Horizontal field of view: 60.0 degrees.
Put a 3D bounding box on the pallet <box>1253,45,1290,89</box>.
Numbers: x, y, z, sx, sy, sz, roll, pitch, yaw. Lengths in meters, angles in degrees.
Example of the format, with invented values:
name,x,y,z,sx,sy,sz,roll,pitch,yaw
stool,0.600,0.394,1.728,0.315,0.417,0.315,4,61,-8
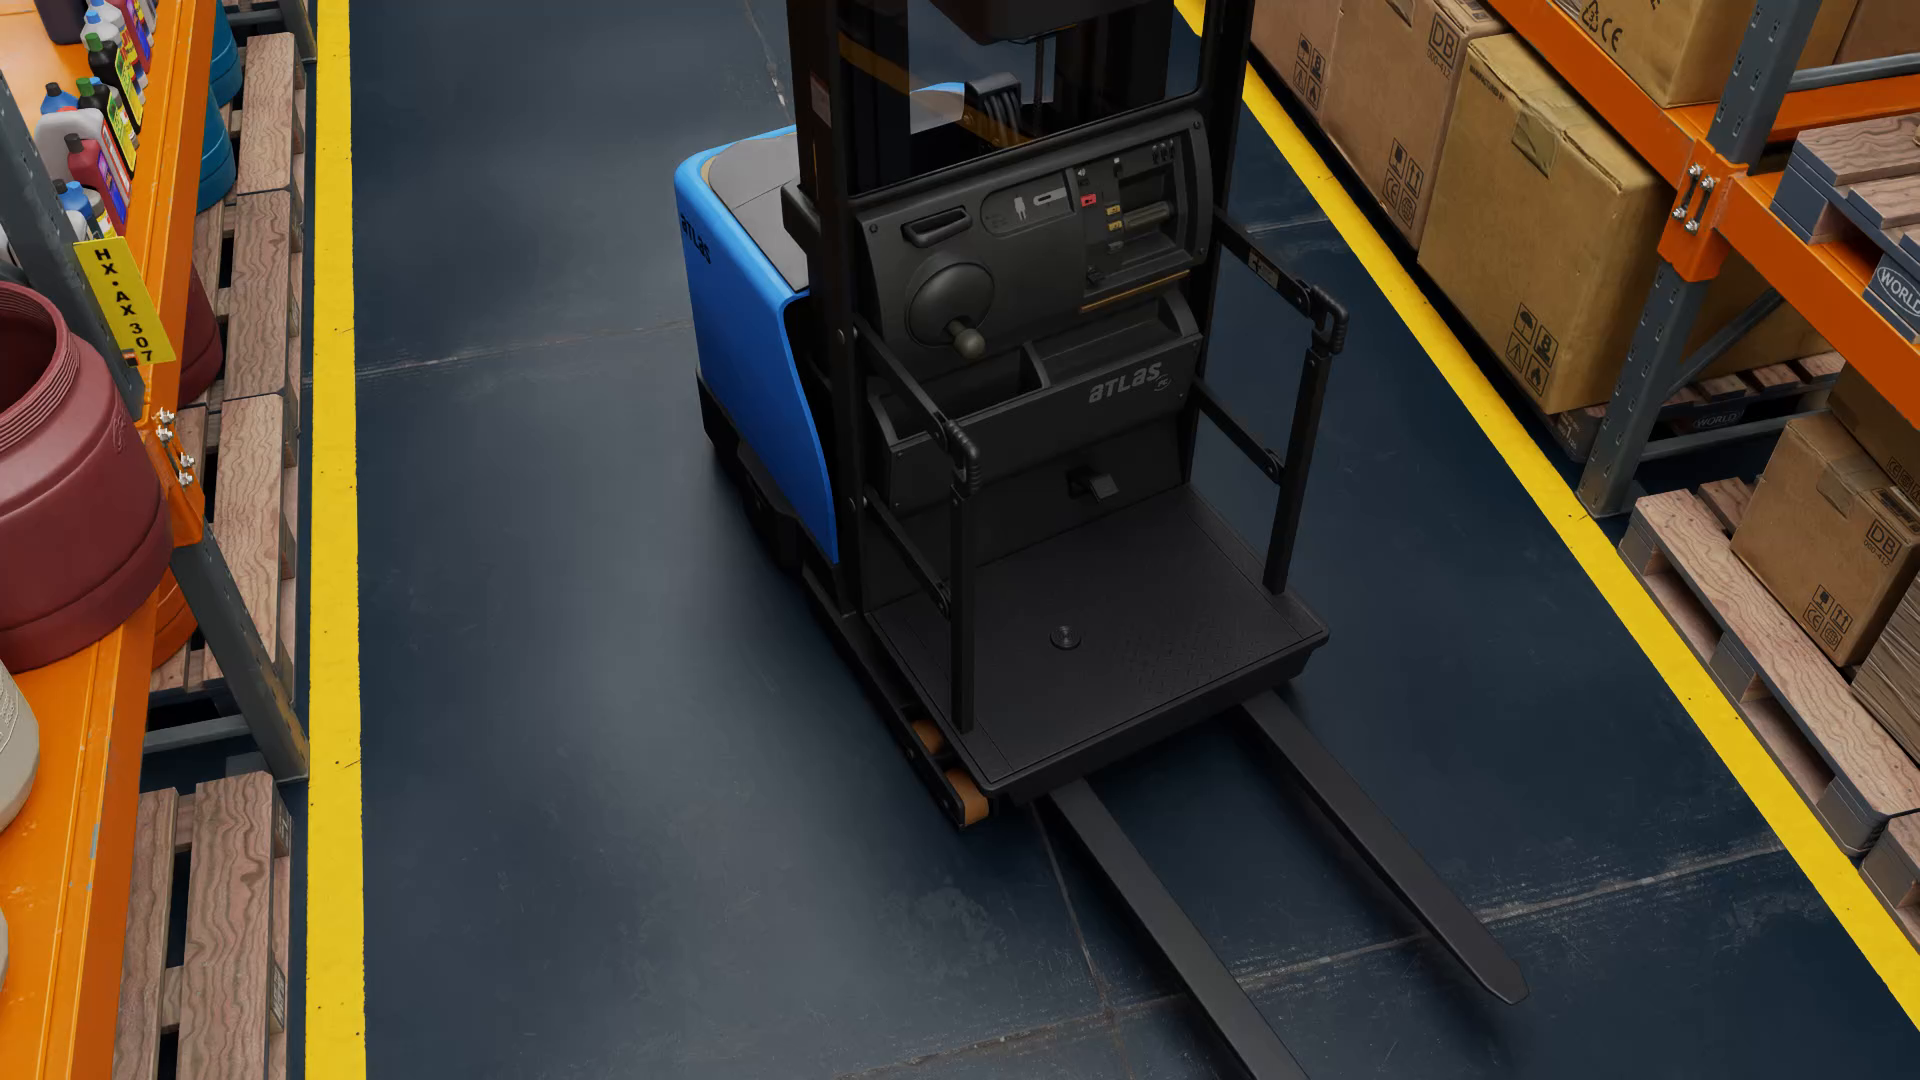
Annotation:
name,x,y,z,sx,sy,sz,roll,pitch,yaw
pallet,1.736,-2.511,7.563,1.003,0.211,1.213,-11,47,-10

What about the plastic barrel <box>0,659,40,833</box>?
name,x,y,z,sx,sy,sz,roll,pitch,yaw
plastic barrel,-1.828,0.294,2.784,0.421,0.512,0.421,0,46,0

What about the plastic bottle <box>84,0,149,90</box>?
name,x,y,z,sx,sy,sz,roll,pitch,yaw
plastic bottle,-2.336,-1.374,4.587,0.097,0.271,0.097,0,46,0

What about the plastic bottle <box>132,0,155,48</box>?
name,x,y,z,sx,sy,sz,roll,pitch,yaw
plastic bottle,-2.395,-1.534,4.743,0.097,0.271,0.097,0,46,0

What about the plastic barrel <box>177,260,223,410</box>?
name,x,y,z,sx,sy,sz,roll,pitch,yaw
plastic barrel,-2.729,-0.756,5.285,0.600,0.588,0.708,-11,47,-10

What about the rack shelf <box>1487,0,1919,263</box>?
name,x,y,z,sx,sy,sz,roll,pitch,yaw
rack shelf,1.978,-2.373,5.979,1.077,0.370,4.000,-11,47,-10

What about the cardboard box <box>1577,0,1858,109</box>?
name,x,y,z,sx,sy,sz,roll,pitch,yaw
cardboard box,2.124,-1.574,4.623,0.500,0.500,0.500,-9,46,-9

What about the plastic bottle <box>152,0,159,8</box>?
name,x,y,z,sx,sy,sz,roll,pitch,yaw
plastic bottle,-2.489,-1.748,4.897,0.144,0.351,0.185,-11,47,-10

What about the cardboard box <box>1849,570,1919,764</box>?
name,x,y,z,sx,sy,sz,roll,pitch,yaw
cardboard box,2.835,0.316,4.282,0.700,0.500,0.500,-14,47,-14

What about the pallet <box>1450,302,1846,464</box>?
name,x,y,z,sx,sy,sz,roll,pitch,yaw
pallet,2.361,-0.826,5.912,1.003,0.211,1.213,-11,47,-10

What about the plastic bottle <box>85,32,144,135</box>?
name,x,y,z,sx,sy,sz,roll,pitch,yaw
plastic bottle,-2.264,-1.235,4.442,0.061,0.283,0.133,-11,47,-10

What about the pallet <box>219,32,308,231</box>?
name,x,y,z,sx,sy,sz,roll,pitch,yaw
pallet,-3.165,-1.584,6.654,1.003,0.211,1.213,-11,47,-10

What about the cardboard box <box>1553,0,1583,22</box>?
name,x,y,z,sx,sy,sz,roll,pitch,yaw
cardboard box,2.002,-1.920,4.961,0.500,0.500,0.500,-11,47,-11

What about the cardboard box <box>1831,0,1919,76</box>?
name,x,y,z,sx,sy,sz,roll,pitch,yaw
cardboard box,2.628,-1.664,4.711,0.500,0.500,0.500,-9,46,-9

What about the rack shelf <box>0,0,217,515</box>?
name,x,y,z,sx,sy,sz,roll,pitch,yaw
rack shelf,-2.810,-1.468,5.092,1.077,0.370,4.000,-11,47,-10

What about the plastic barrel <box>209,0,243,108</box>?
name,x,y,z,sx,sy,sz,roll,pitch,yaw
plastic barrel,-3.199,-2.134,6.416,0.600,0.901,0.708,-11,47,-10

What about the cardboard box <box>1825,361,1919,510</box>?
name,x,y,z,sx,sy,sz,roll,pitch,yaw
cardboard box,2.690,-0.329,4.389,0.500,0.250,0.500,-9,46,-9

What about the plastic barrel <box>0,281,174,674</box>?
name,x,y,z,sx,sy,sz,roll,pitch,yaw
plastic barrel,-1.886,-0.121,3.173,0.600,0.536,0.708,-11,47,-10

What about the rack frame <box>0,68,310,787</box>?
name,x,y,z,sx,sy,sz,roll,pitch,yaw
rack frame,-2.298,-0.339,3.482,1.000,3.000,0.127,-11,47,-10

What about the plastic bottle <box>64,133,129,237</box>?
name,x,y,z,sx,sy,sz,roll,pitch,yaw
plastic bottle,-2.136,-0.891,4.104,0.061,0.283,0.133,-11,47,-10

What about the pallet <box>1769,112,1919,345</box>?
name,x,y,z,sx,sy,sz,roll,pitch,yaw
pallet,2.775,-0.704,3.974,1.213,0.211,1.003,-11,47,-10

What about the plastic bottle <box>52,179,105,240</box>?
name,x,y,z,sx,sy,sz,roll,pitch,yaw
plastic bottle,-2.100,-0.736,3.962,0.097,0.271,0.097,0,46,0

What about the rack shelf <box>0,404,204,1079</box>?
name,x,y,z,sx,sy,sz,roll,pitch,yaw
rack shelf,-1.786,1.294,2.385,1.077,0.370,4.000,-11,47,-10

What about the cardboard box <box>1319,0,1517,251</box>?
name,x,y,z,sx,sy,sz,roll,pitch,yaw
cardboard box,2.112,-1.745,6.053,1.225,0.875,0.875,-11,47,-10

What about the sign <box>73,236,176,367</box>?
name,x,y,z,sx,sy,sz,roll,pitch,yaw
sign,-1.768,-0.501,3.527,0.100,0.325,0.005,-11,47,-10

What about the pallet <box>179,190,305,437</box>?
name,x,y,z,sx,sy,sz,roll,pitch,yaw
pallet,-2.849,-0.740,5.827,1.003,0.211,1.213,-11,47,-10

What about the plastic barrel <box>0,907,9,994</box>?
name,x,y,z,sx,sy,sz,roll,pitch,yaw
plastic barrel,-1.720,0.584,2.499,0.421,0.512,0.421,0,46,0

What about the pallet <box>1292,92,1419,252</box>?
name,x,y,z,sx,sy,sz,roll,pitch,yaw
pallet,2.052,-1.667,6.736,1.003,0.211,1.213,-11,47,-10

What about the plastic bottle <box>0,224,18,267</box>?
name,x,y,z,sx,sy,sz,roll,pitch,yaw
plastic bottle,-2.243,-0.625,3.849,0.152,0.276,0.135,-11,47,-10

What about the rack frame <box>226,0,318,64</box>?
name,x,y,z,sx,sy,sz,roll,pitch,yaw
rack frame,-3.322,-3.100,6.188,1.000,3.000,0.127,-11,47,-10

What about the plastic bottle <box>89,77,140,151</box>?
name,x,y,z,sx,sy,sz,roll,pitch,yaw
plastic bottle,-2.252,-1.123,4.390,0.097,0.201,0.097,0,46,0

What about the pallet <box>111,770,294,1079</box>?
name,x,y,z,sx,sy,sz,roll,pitch,yaw
pallet,-2.137,1.179,3.946,1.003,0.211,1.213,-11,47,-10

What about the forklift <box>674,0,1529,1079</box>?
name,x,y,z,sx,sy,sz,roll,pitch,yaw
forklift,0.307,-0.633,3.818,1.130,2.935,3.031,-22,49,-20

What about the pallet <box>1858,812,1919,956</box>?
name,x,y,z,sx,sy,sz,roll,pitch,yaw
pallet,2.997,1.112,4.012,1.003,0.211,1.213,-11,47,-10

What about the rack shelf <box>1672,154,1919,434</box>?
name,x,y,z,sx,sy,sz,roll,pitch,yaw
rack shelf,3.002,0.389,3.273,1.077,0.370,4.000,-11,47,-10

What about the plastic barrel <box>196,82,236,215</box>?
name,x,y,z,sx,sy,sz,roll,pitch,yaw
plastic barrel,-3.018,-1.645,5.937,0.600,0.901,0.708,-11,47,-10

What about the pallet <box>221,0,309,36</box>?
name,x,y,z,sx,sy,sz,roll,pitch,yaw
pallet,-3.548,-2.625,7.674,1.003,0.211,1.213,-11,47,-10

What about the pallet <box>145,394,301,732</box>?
name,x,y,z,sx,sy,sz,roll,pitch,yaw
pallet,-2.540,0.101,5.003,1.003,0.211,1.213,-11,47,-10

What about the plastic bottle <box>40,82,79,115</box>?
name,x,y,z,sx,sy,sz,roll,pitch,yaw
plastic bottle,-2.277,-1.045,4.264,0.097,0.271,0.097,0,46,0

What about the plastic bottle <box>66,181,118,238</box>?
name,x,y,z,sx,sy,sz,roll,pitch,yaw
plastic bottle,-2.125,-0.779,4.052,0.097,0.201,0.097,0,46,0

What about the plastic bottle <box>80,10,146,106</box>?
name,x,y,z,sx,sy,sz,roll,pitch,yaw
plastic bottle,-2.311,-1.307,4.521,0.097,0.271,0.097,0,46,0

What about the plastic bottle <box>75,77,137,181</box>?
name,x,y,z,sx,sy,sz,roll,pitch,yaw
plastic bottle,-2.205,-1.076,4.286,0.061,0.283,0.133,-11,47,-10

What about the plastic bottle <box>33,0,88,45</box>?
name,x,y,z,sx,sy,sz,roll,pitch,yaw
plastic bottle,-2.601,-1.627,4.779,0.144,0.351,0.185,-11,47,-10

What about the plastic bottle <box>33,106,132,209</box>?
name,x,y,z,sx,sy,sz,roll,pitch,yaw
plastic bottle,-2.215,-0.972,4.190,0.152,0.276,0.135,-11,47,-10

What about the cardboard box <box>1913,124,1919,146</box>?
name,x,y,z,sx,sy,sz,roll,pitch,yaw
cardboard box,2.667,-1.061,3.825,0.500,0.500,0.500,-16,48,-15

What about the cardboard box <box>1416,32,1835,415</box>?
name,x,y,z,sx,sy,sz,roll,pitch,yaw
cardboard box,2.333,-1.128,5.449,1.225,0.875,0.875,-13,47,-12

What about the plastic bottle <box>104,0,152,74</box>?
name,x,y,z,sx,sy,sz,roll,pitch,yaw
plastic bottle,-2.348,-1.462,4.664,0.061,0.283,0.133,-11,47,-10

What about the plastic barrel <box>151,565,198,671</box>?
name,x,y,z,sx,sy,sz,roll,pitch,yaw
plastic barrel,-2.440,-0.061,4.435,0.600,0.830,0.708,-11,47,-10

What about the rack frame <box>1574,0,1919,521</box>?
name,x,y,z,sx,sy,sz,roll,pitch,yaw
rack frame,2.490,-1.244,4.369,1.000,3.000,0.127,-11,47,-10

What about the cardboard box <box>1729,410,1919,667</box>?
name,x,y,z,sx,sy,sz,roll,pitch,yaw
cardboard box,2.681,-0.064,4.655,0.700,0.500,0.500,-13,47,-12

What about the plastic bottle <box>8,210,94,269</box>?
name,x,y,z,sx,sy,sz,roll,pitch,yaw
plastic bottle,-2.096,-0.653,3.877,0.152,0.276,0.135,-11,47,-10

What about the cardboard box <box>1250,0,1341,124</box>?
name,x,y,z,sx,sy,sz,roll,pitch,yaw
cardboard box,1.879,-2.354,6.650,1.225,0.875,0.875,-12,47,-12

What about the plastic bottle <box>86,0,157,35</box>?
name,x,y,z,sx,sy,sz,roll,pitch,yaw
plastic bottle,-2.451,-1.610,4.815,0.152,0.276,0.135,-11,47,-10

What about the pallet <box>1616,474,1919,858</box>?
name,x,y,z,sx,sy,sz,roll,pitch,yaw
pallet,2.688,0.272,4.836,1.003,0.211,1.213,-11,47,-10
